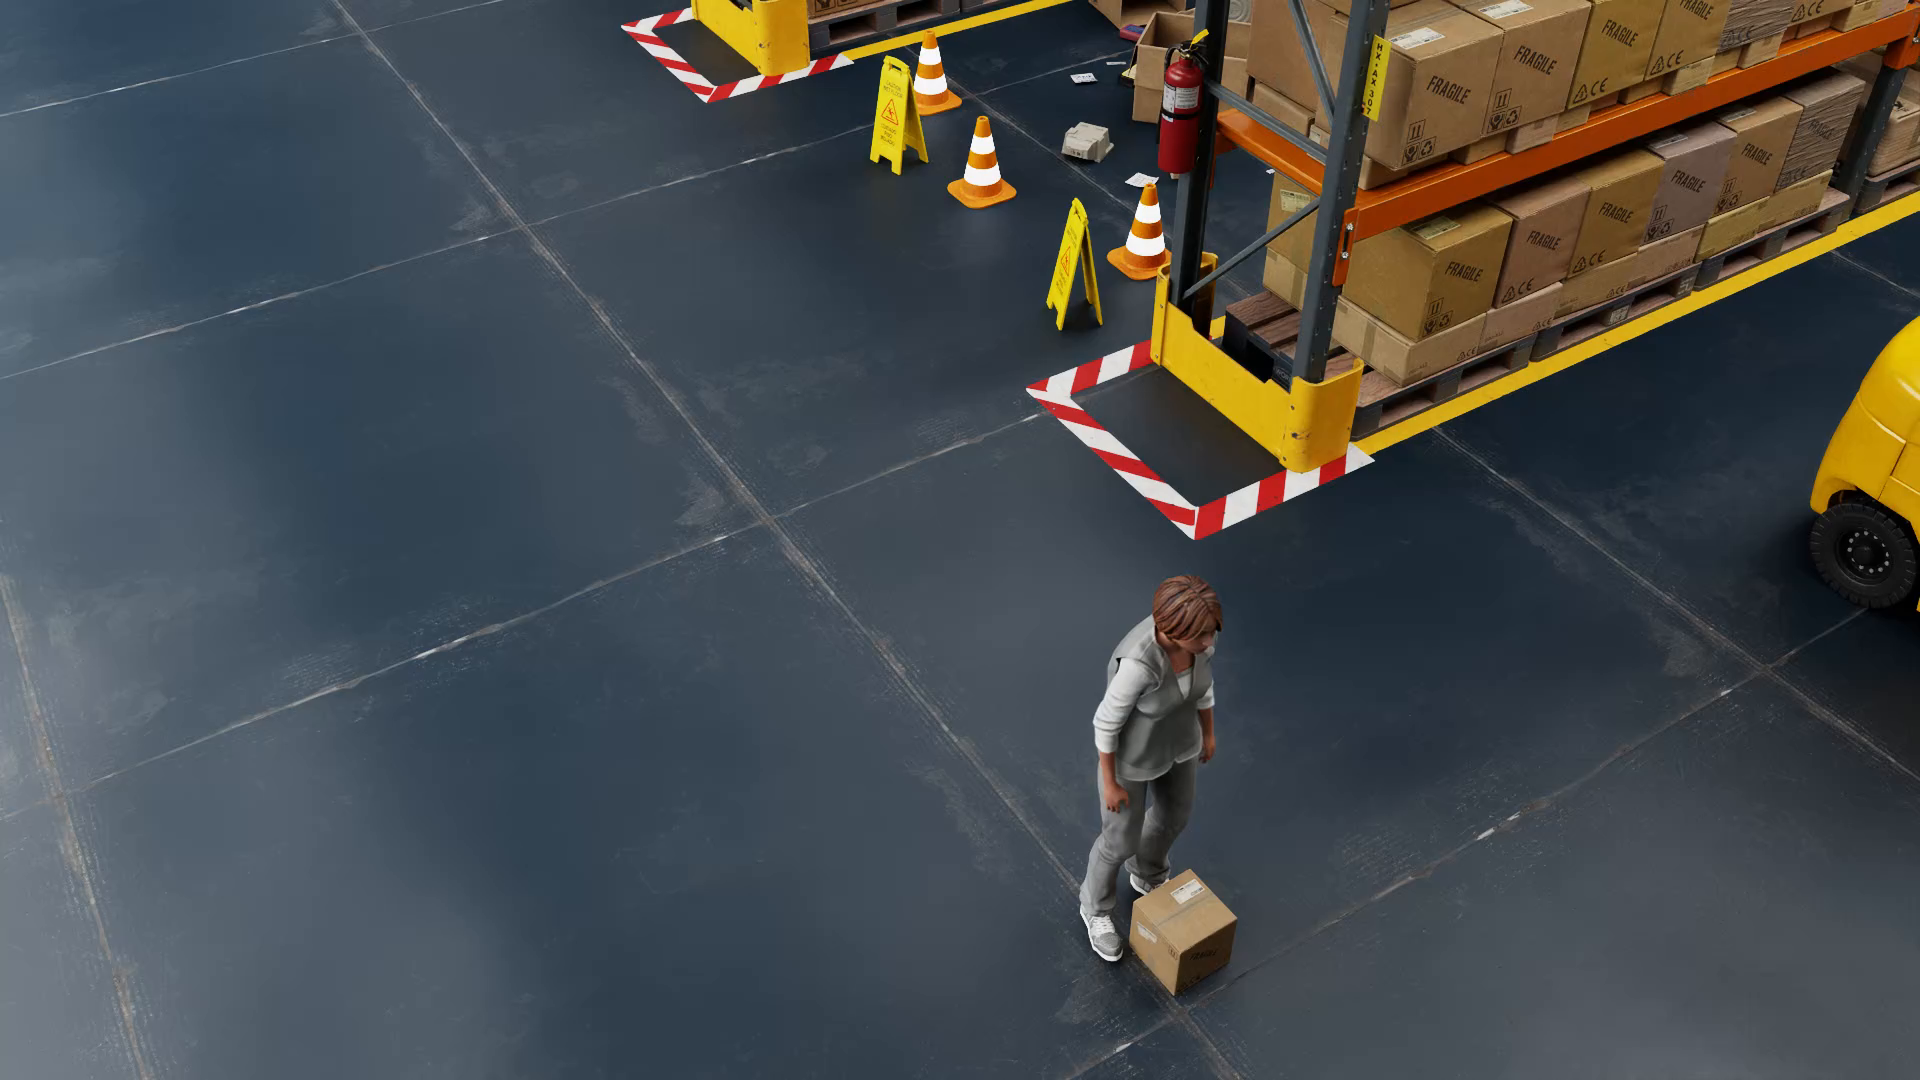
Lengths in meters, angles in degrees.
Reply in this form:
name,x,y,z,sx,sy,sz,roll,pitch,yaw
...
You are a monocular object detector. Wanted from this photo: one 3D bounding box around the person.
name,x,y,z,sx,sy,sz,roll,pitch,yaw
person,0.621,0.698,5.373,0.482,1.594,0.342,-25,47,-25
